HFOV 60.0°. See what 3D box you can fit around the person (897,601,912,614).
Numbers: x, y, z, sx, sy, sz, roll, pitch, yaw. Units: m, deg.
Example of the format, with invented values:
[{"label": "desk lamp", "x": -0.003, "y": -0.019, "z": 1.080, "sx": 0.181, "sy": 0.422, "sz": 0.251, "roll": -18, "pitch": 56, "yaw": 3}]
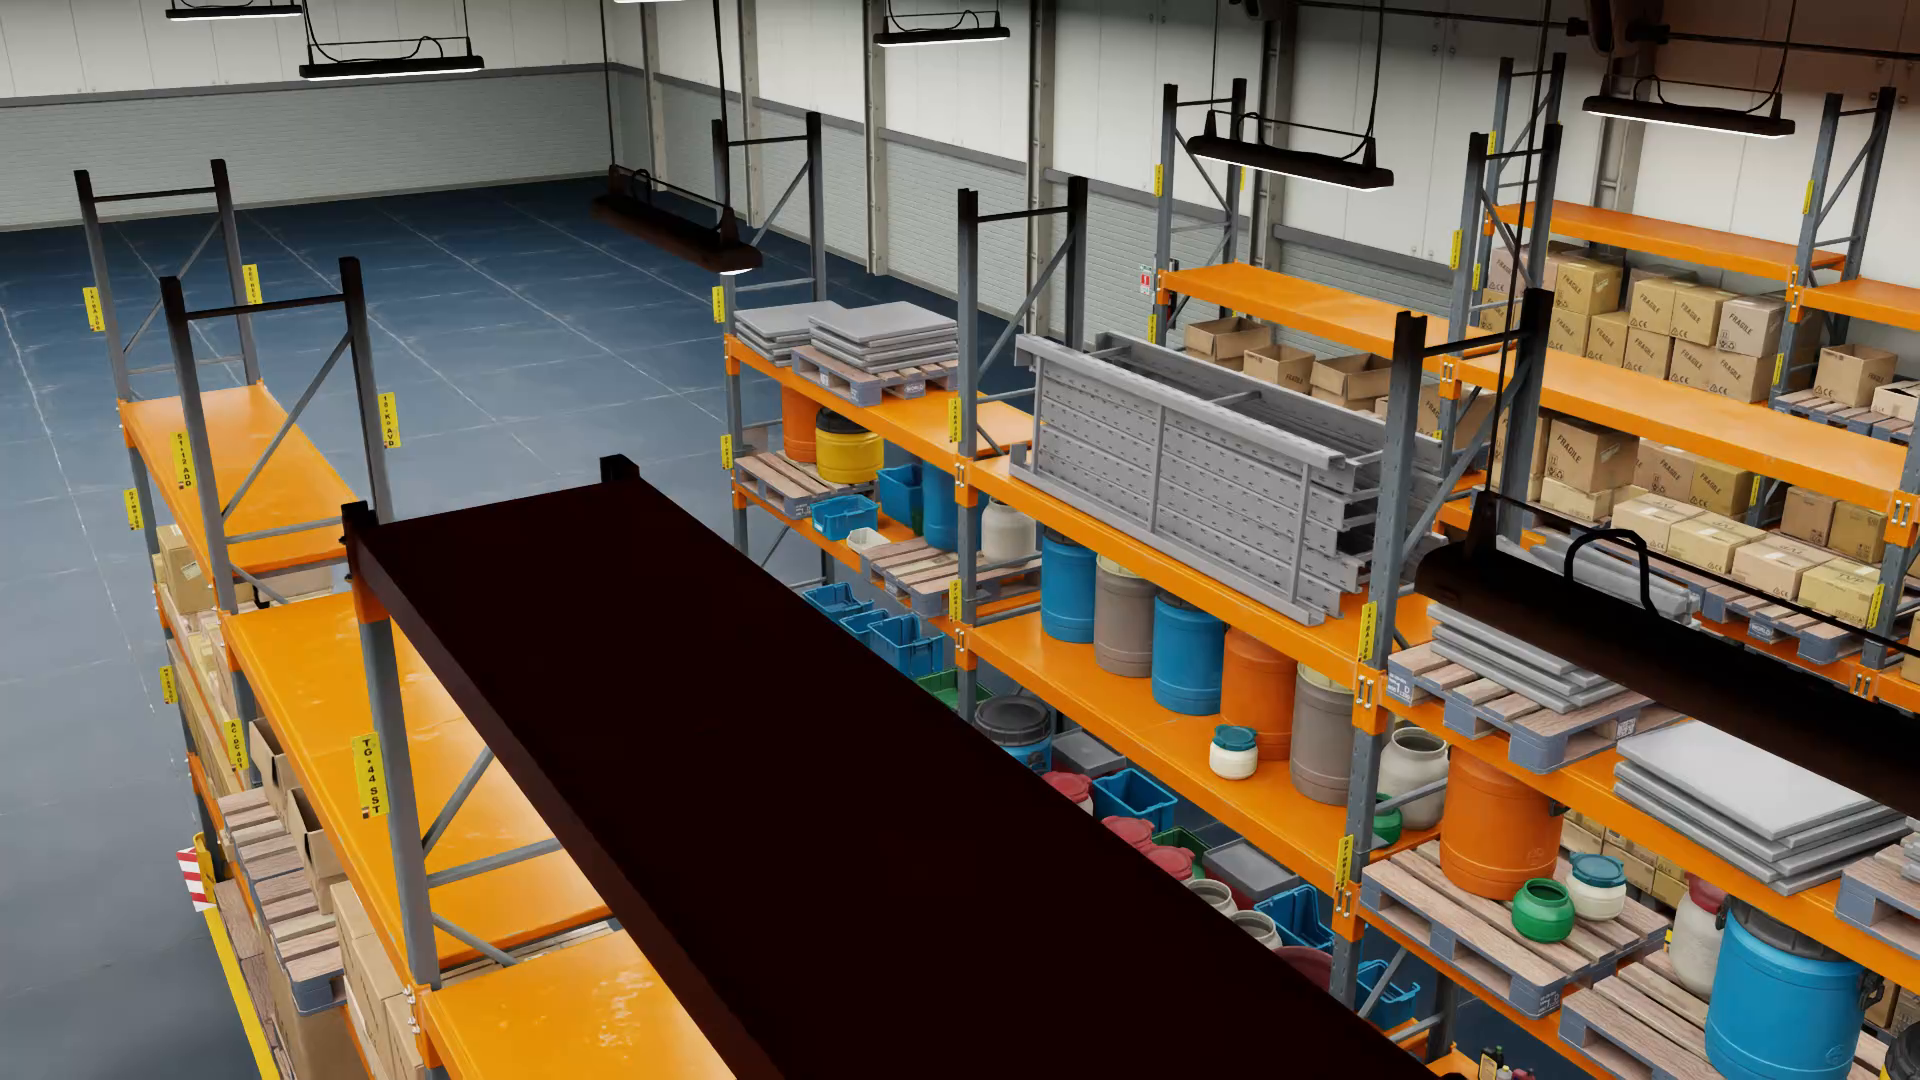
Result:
[{"label": "person", "x": -0.600, "y": 0.283, "z": 18.609, "sx": 0.481, "sy": 1.577, "sz": 0.518, "roll": -19, "pitch": 29, "yaw": -39}]
